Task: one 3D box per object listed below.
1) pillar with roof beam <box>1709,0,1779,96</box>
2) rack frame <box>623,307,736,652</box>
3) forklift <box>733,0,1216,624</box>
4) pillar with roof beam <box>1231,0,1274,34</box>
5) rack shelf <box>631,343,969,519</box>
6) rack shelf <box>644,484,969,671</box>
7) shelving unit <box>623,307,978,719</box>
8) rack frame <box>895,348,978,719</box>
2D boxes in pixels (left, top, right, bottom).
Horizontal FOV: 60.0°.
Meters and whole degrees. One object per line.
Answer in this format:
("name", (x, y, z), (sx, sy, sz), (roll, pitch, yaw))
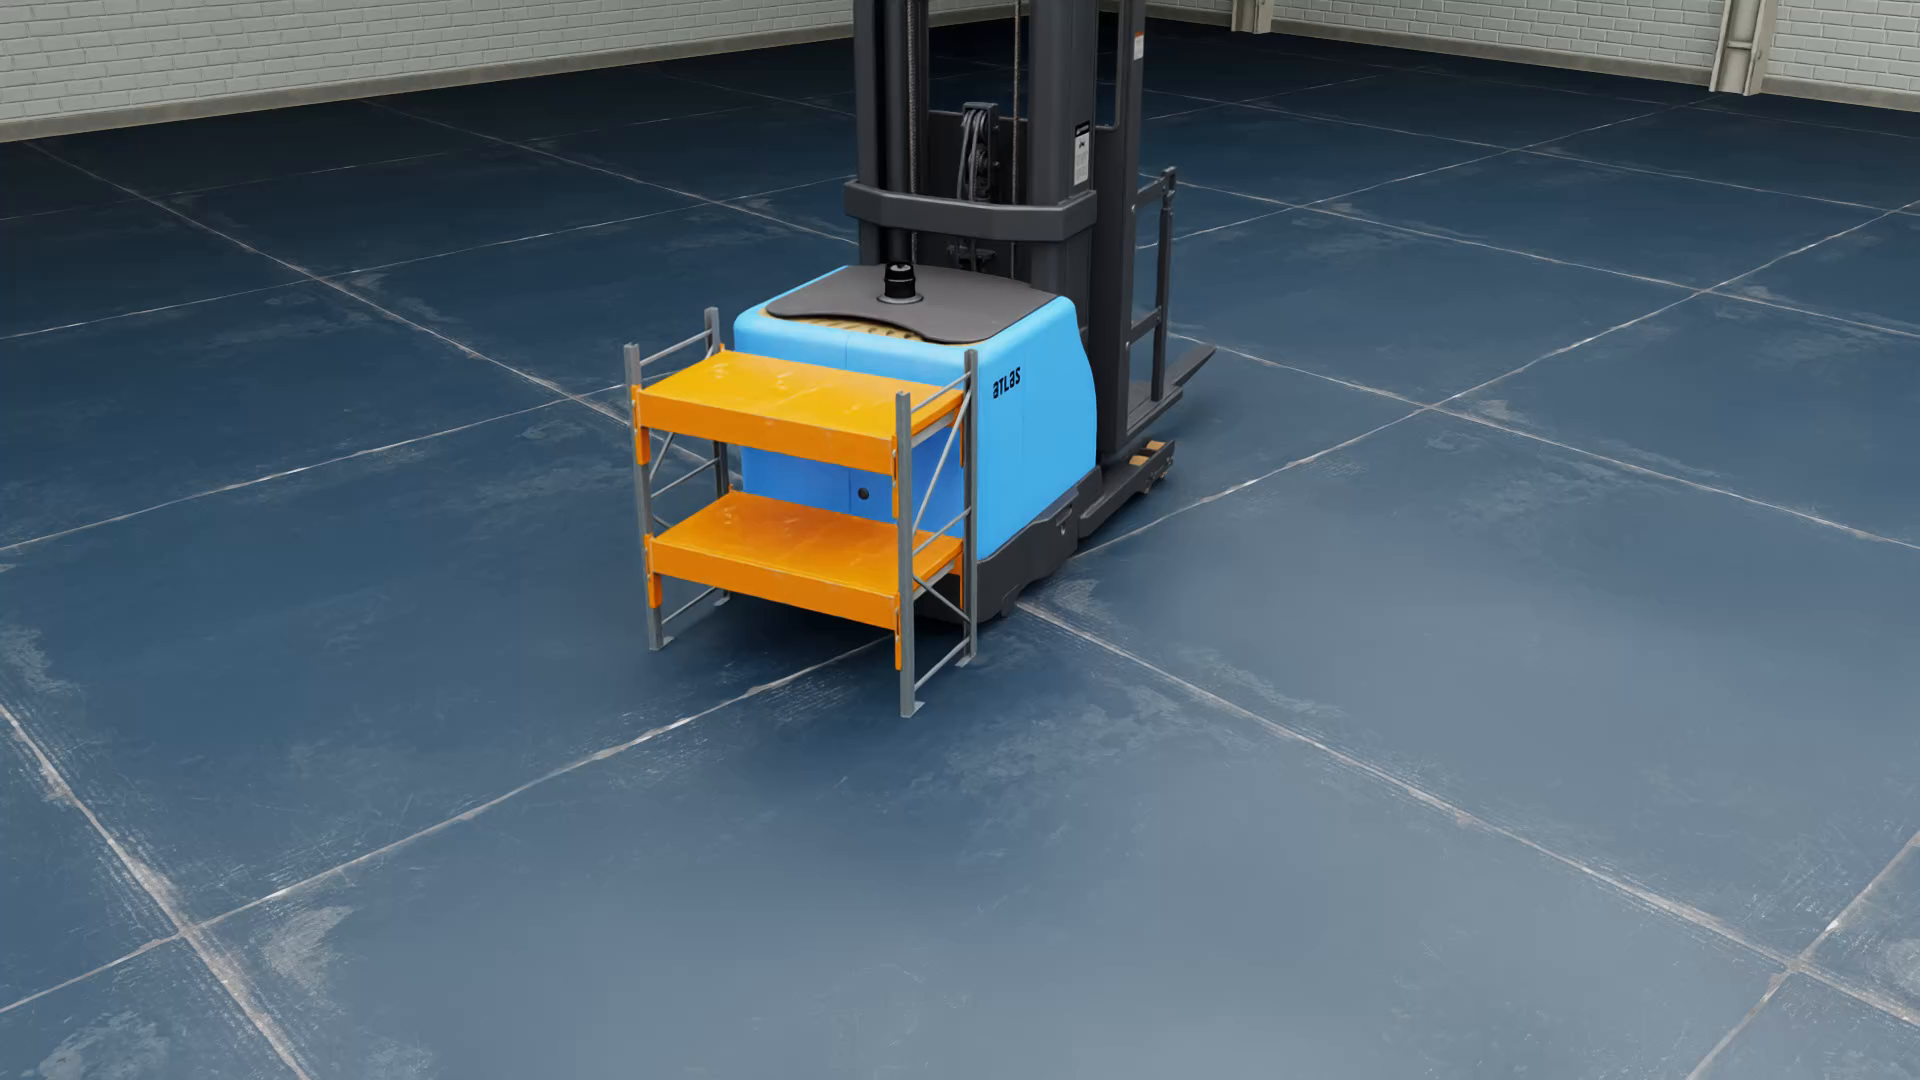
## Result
("pillar with roof beam", (4.548, -7.323, 11.959), (9.100, 9.000, 0.400), (-21, 32, -38))
("rack frame", (-0.973, -0.210, 5.855), (0.032, 1.125, 0.500), (12, 27, 25))
("forklift", (0.294, -1.610, 6.748), (1.130, 2.935, 3.031), (12, 27, 25))
("pillar with roof beam", (0.447, -9.140, 15.944), (9.100, 9.000, 0.400), (-21, 32, -38))
("rack shelf", (-0.521, -0.380, 5.523), (1.000, 0.278, 0.538), (12, 27, 25))
("rack shelf", (-0.521, 0.108, 5.746), (1.000, 0.278, 0.538), (12, 27, 25))
("shelving unit", (-0.521, -0.114, 5.645), (1.048, 1.125, 0.538), (12, 27, 25))
("rack frame", (-0.068, -0.018, 5.434), (0.032, 1.125, 0.500), (12, 27, 25))
